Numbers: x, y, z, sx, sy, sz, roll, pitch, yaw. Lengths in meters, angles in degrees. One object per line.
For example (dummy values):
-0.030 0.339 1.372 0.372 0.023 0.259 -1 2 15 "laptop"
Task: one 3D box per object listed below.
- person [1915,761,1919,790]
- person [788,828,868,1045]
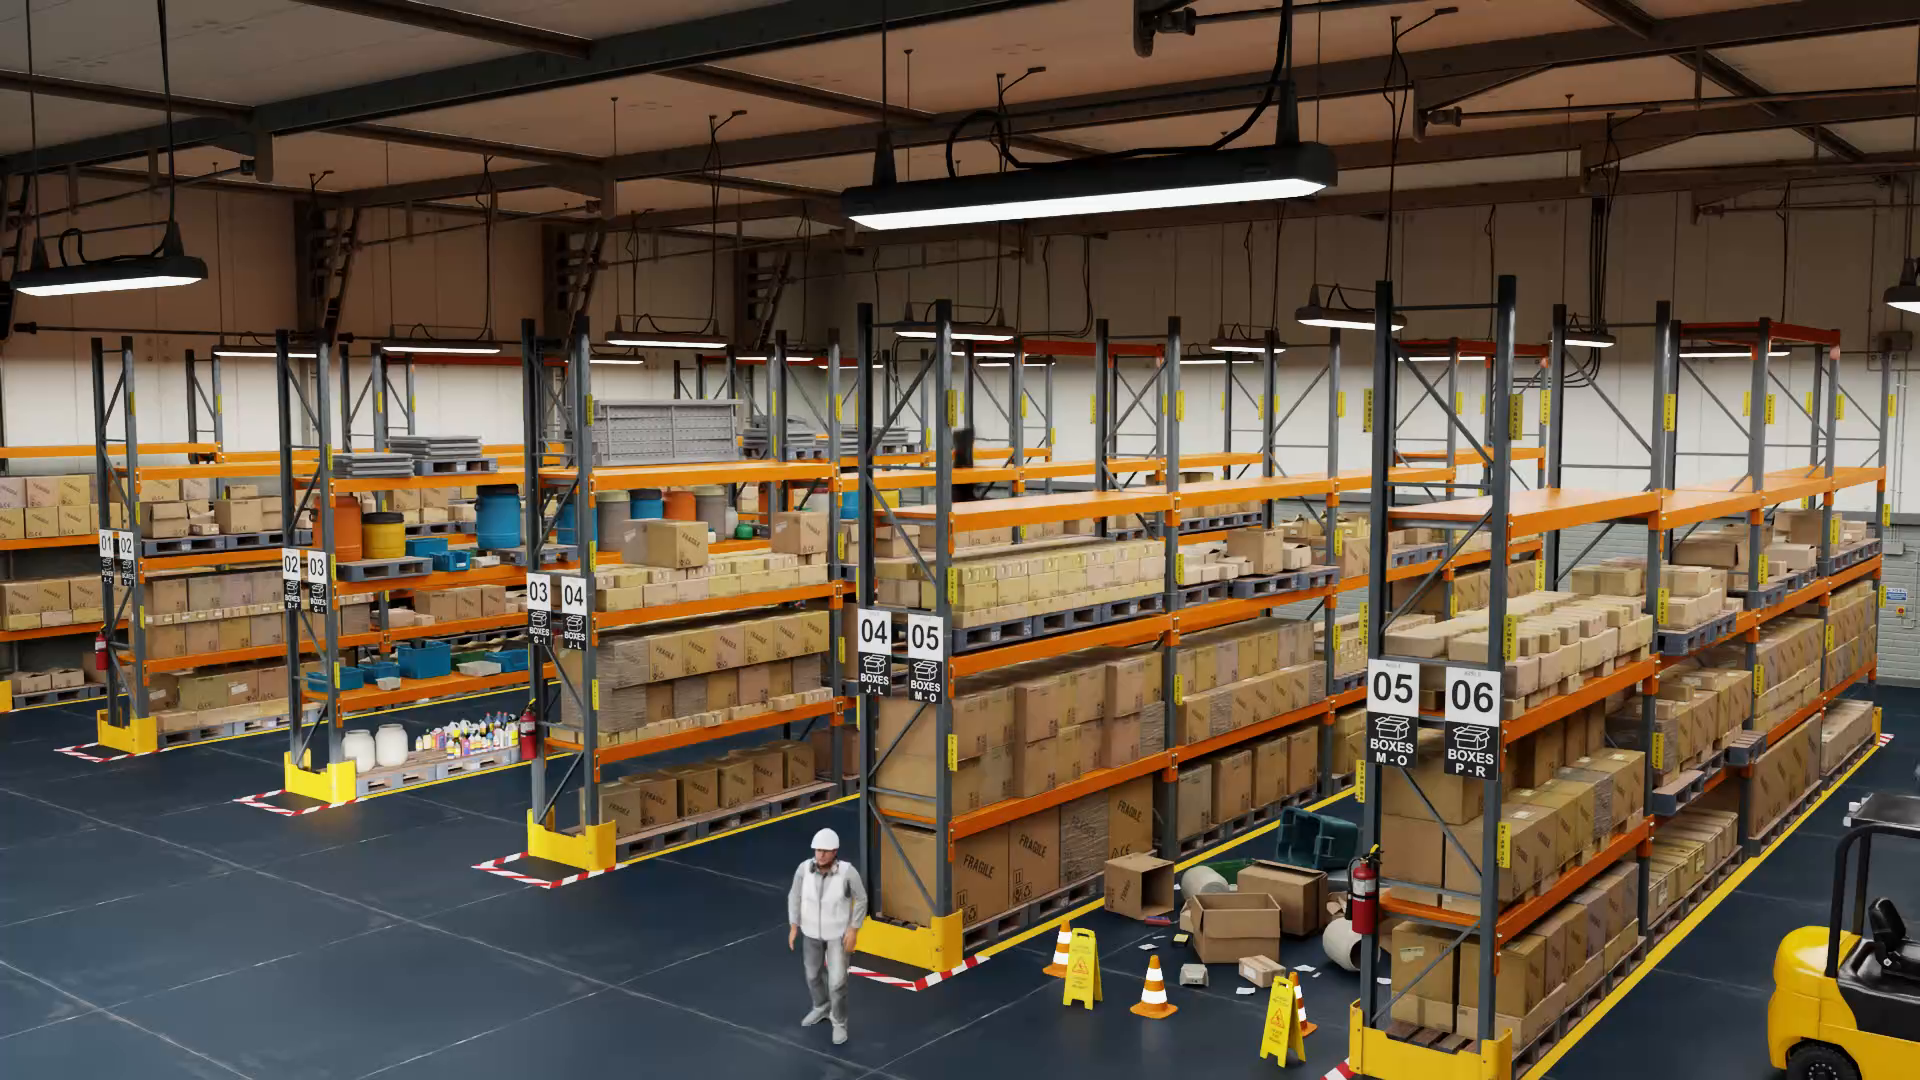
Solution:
10.795 2.821 18.277 0.539 1.534 0.574 2 6 25 "person"
-1.054 3.145 13.440 0.655 1.734 0.646 1 5 12 "person"
